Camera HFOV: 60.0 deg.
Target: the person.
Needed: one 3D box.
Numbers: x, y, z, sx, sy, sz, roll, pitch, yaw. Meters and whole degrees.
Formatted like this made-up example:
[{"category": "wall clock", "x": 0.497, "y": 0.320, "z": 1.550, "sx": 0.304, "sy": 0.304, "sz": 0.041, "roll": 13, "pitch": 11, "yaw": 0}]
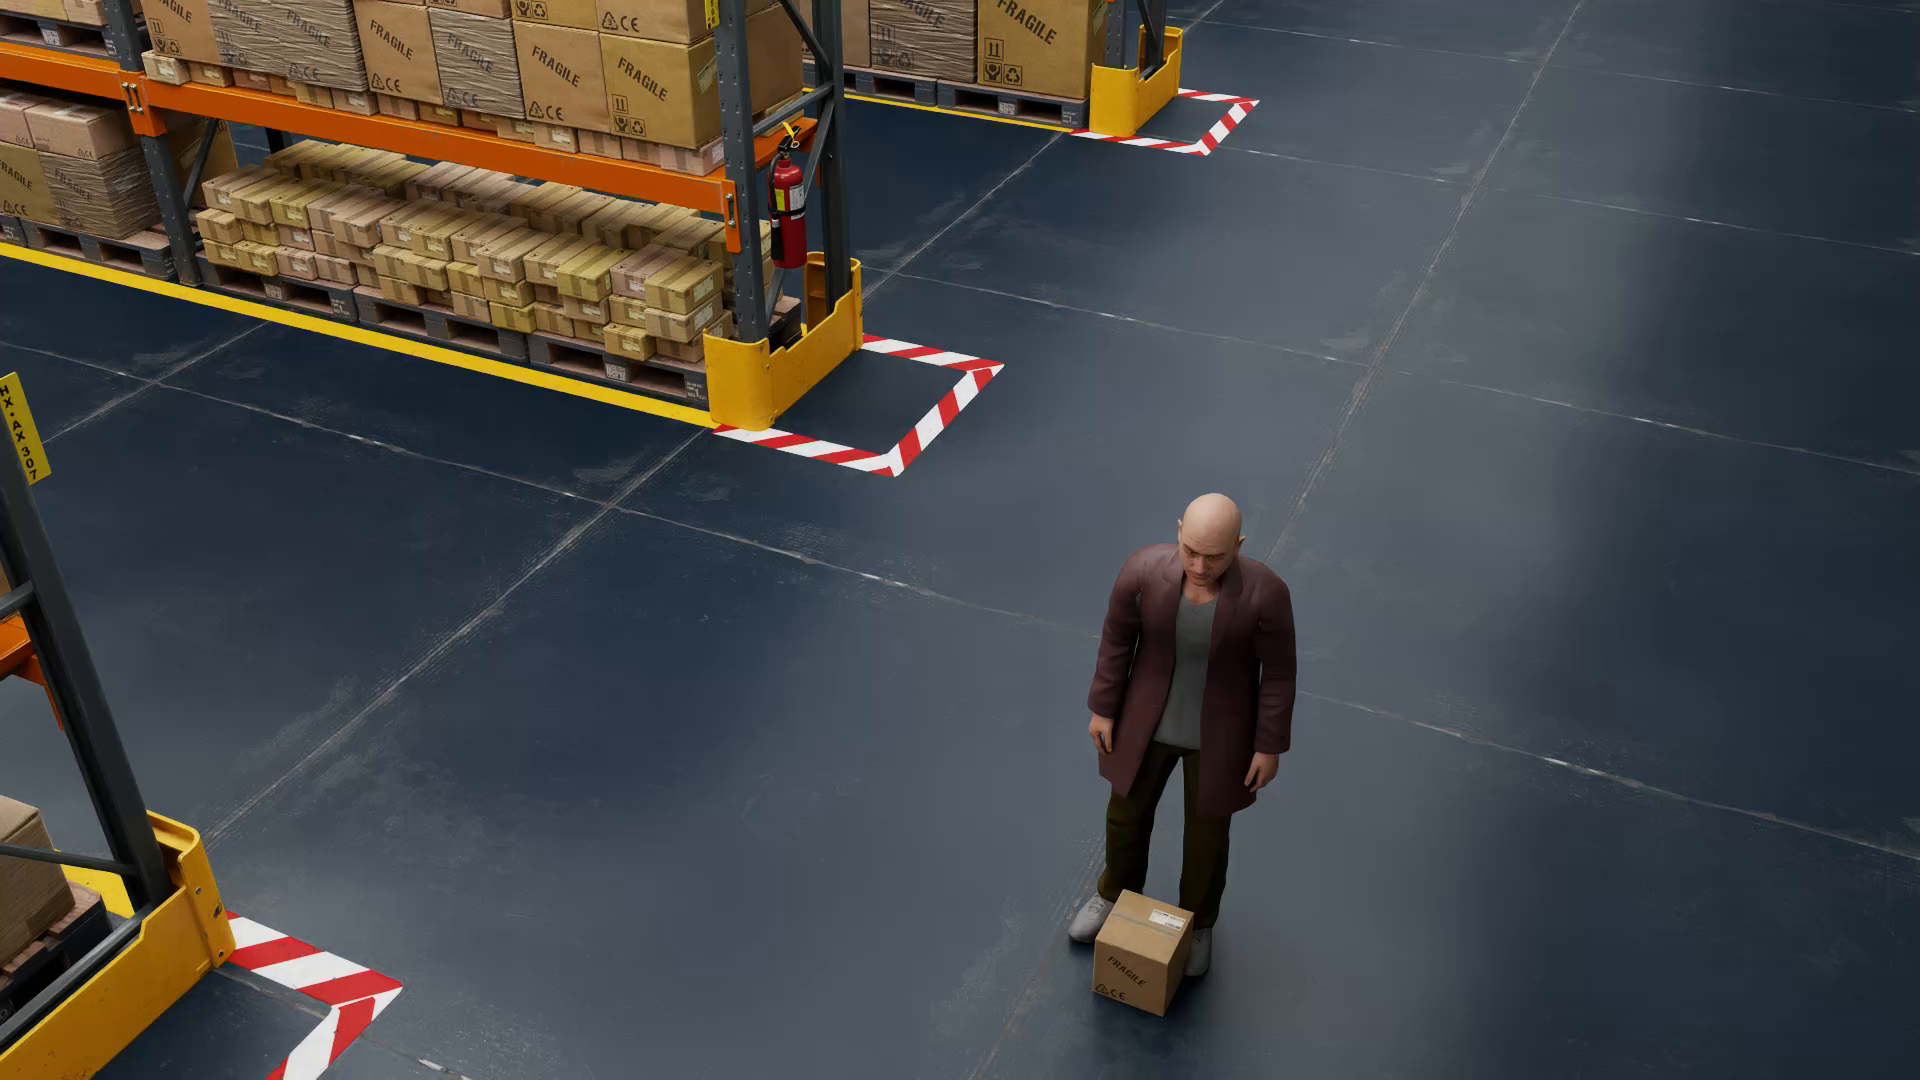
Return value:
[{"category": "person", "x": 0.715, "y": 0.597, "z": 5.245, "sx": 0.651, "sy": 1.773, "sz": 0.428, "roll": 12, "pitch": 35, "yaw": 18}]
